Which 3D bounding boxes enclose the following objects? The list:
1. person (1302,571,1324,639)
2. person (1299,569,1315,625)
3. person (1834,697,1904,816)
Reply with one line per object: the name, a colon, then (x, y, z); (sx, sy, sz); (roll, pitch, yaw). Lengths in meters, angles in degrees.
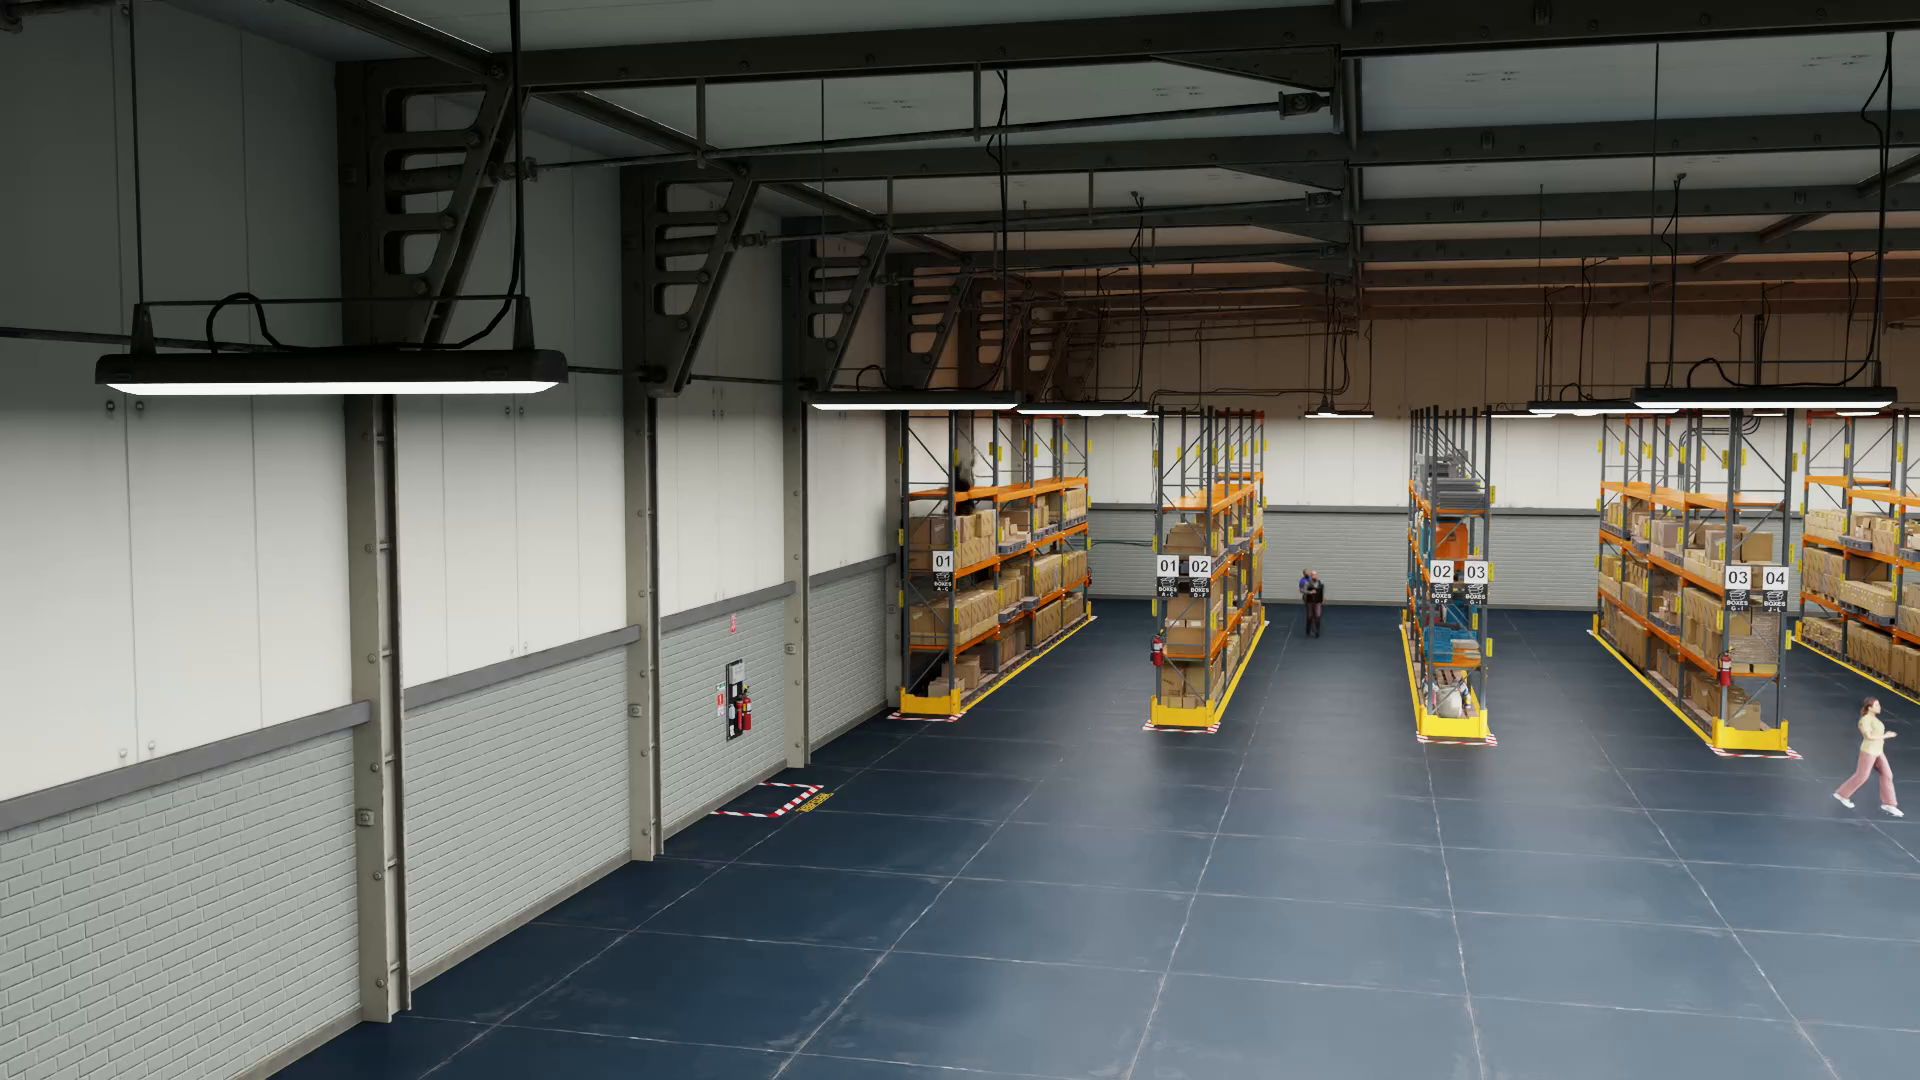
person: (9.354, 1.688, 44.012); (0.635, 1.756, 0.899); (0, 4, 1)
person: (9.698, 1.605, 46.171); (0.571, 1.585, 0.644); (-1, 4, -7)
person: (13.261, 3.128, 24.226); (0.561, 1.691, 0.908); (-4, 6, -44)
